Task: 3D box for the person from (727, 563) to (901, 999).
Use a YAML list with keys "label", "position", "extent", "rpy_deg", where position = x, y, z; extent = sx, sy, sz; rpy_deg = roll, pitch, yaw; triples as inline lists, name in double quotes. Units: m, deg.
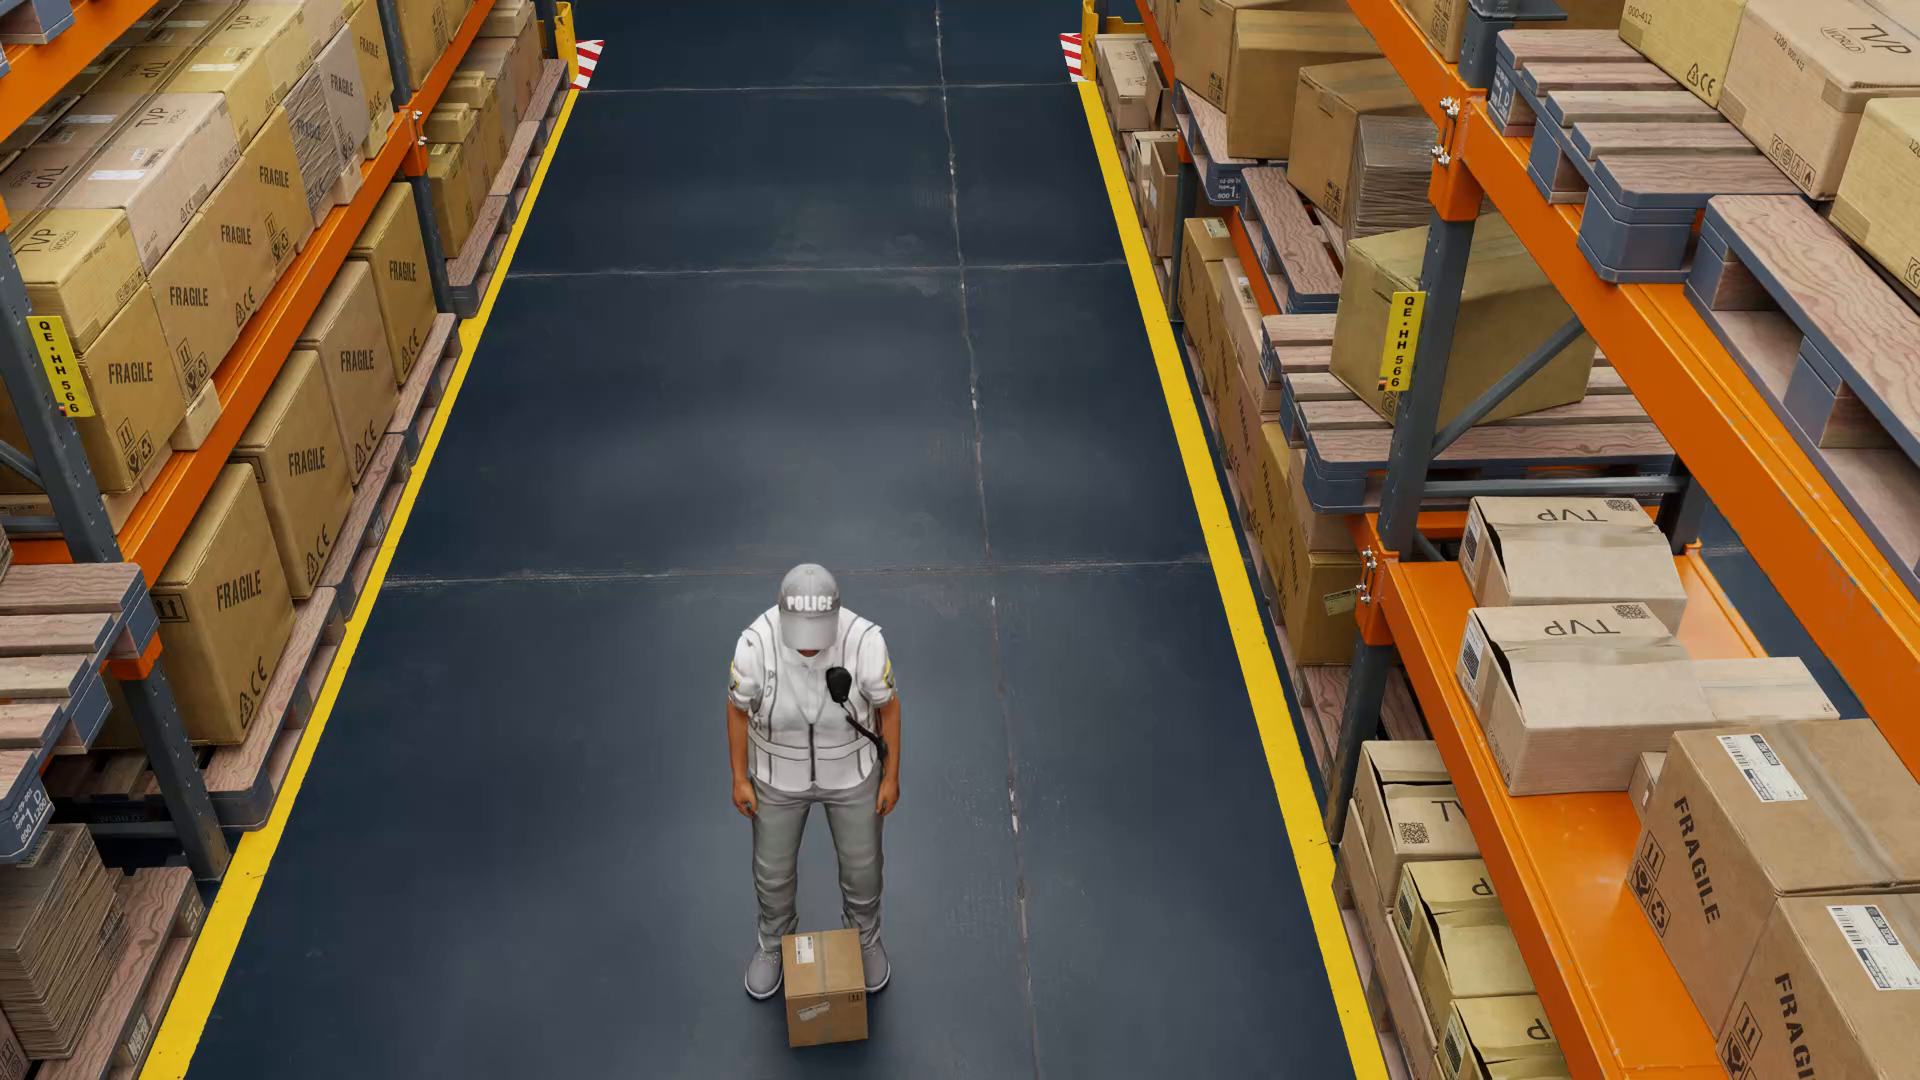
- label: "person"
  position: [-0.447, 0.732, 5.111]
  extent: [0.538, 1.666, 0.465]
  rpy_deg: [-1, 35, -2]
